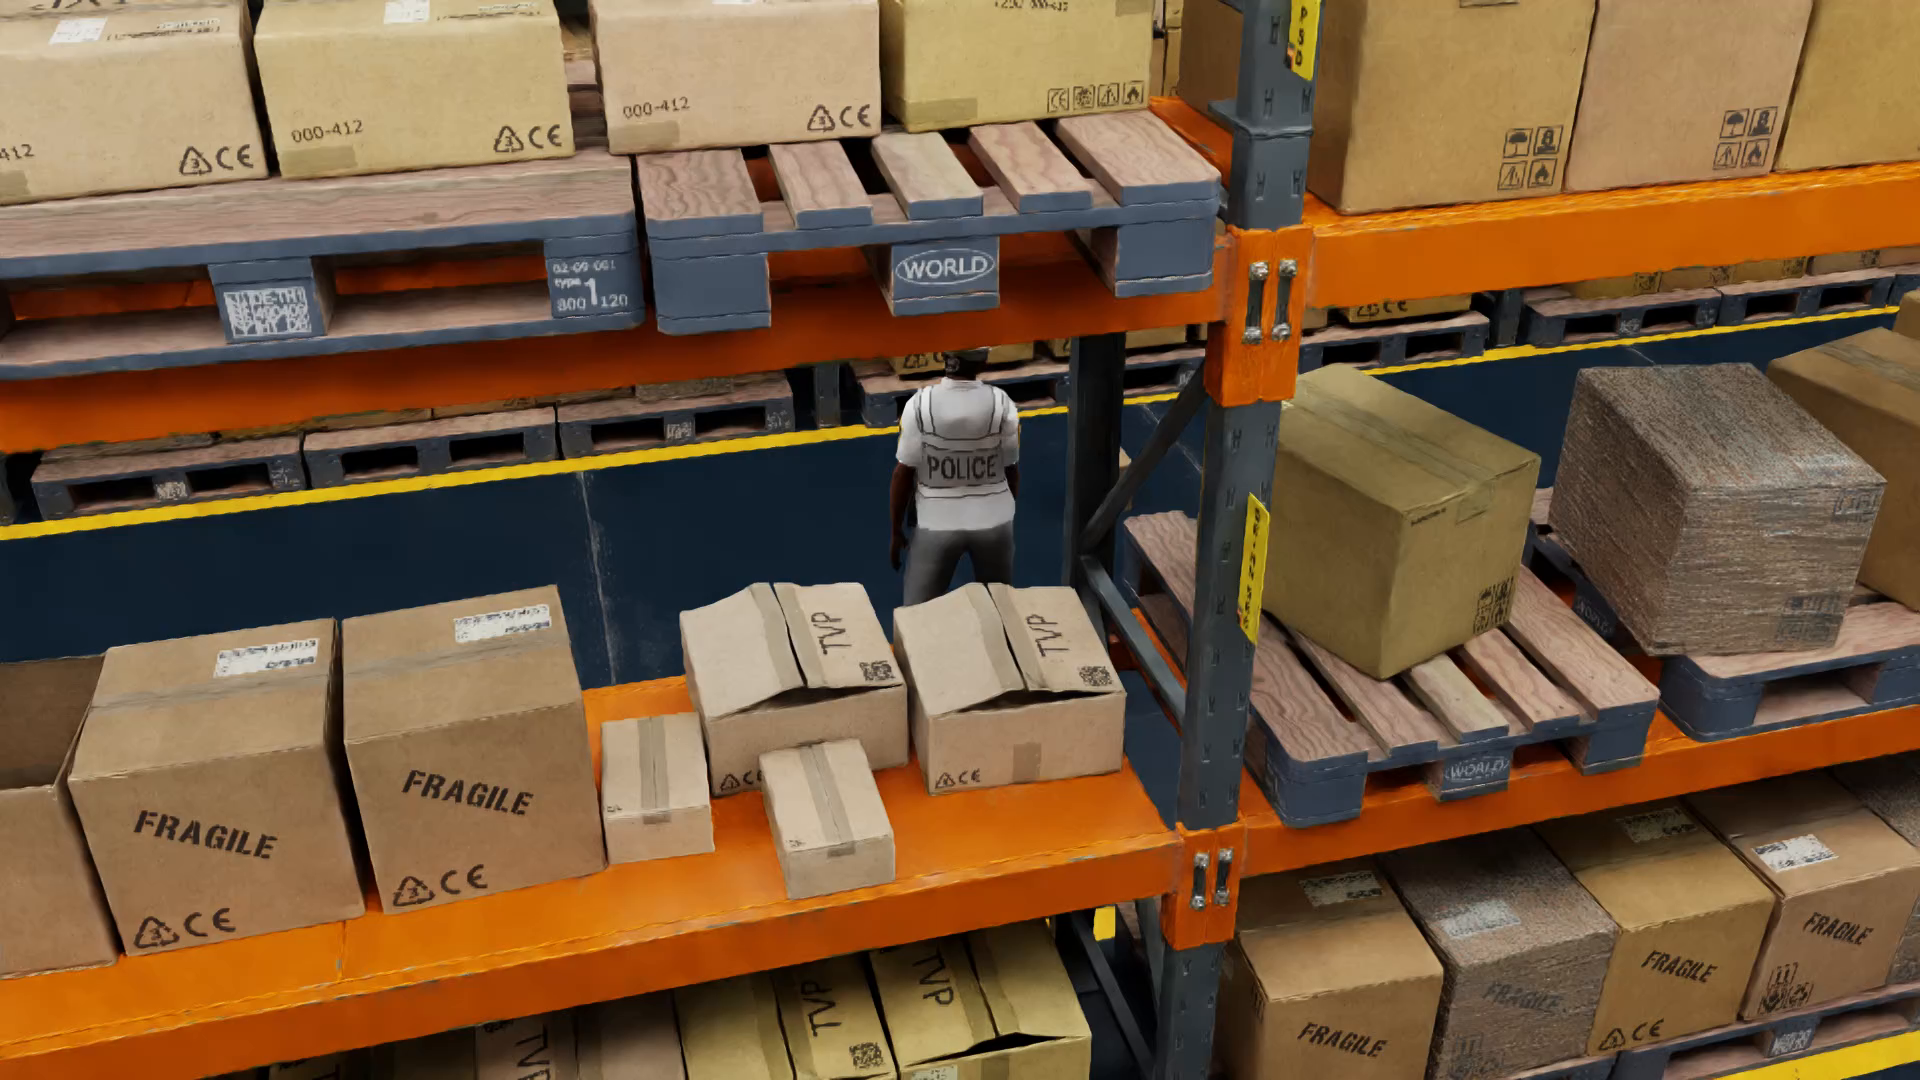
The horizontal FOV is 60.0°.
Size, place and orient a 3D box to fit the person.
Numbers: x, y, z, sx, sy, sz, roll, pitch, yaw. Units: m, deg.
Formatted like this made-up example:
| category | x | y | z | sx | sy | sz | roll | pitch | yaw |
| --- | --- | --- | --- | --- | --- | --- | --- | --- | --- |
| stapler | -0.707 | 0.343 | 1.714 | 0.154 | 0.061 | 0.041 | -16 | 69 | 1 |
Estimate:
| category | x | y | z | sx | sy | sz | roll | pitch | yaw |
| --- | --- | --- | --- | --- | --- | --- | --- | --- | --- |
| person | -0.039 | -0.039 | 6.209 | 0.580 | 1.669 | 0.575 | -4 | 31 | -7 |
